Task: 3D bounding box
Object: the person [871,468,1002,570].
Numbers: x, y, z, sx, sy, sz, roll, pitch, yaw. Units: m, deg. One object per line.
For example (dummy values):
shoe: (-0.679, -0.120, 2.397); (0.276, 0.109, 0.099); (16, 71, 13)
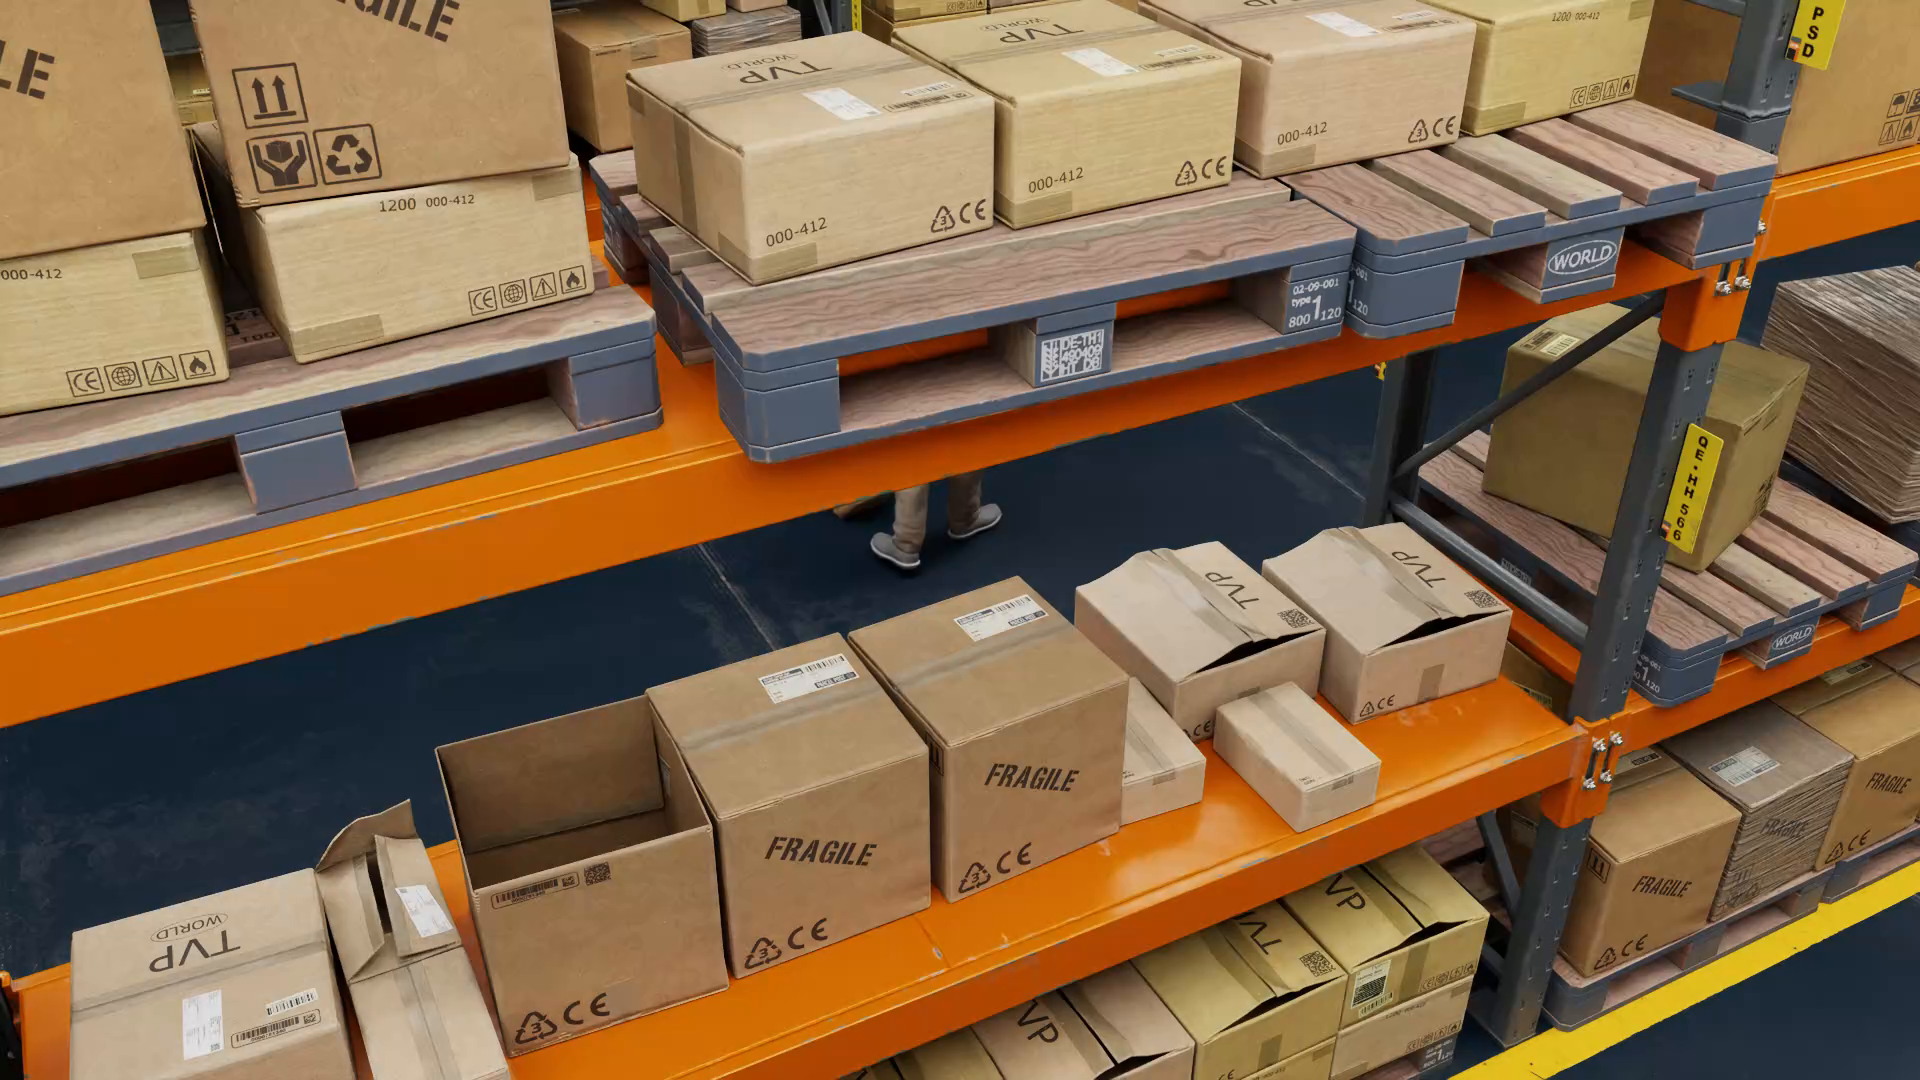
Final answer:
person: (-0.067, -0.706, 7.253); (0.630, 1.718, 0.654); (9, 34, 14)
